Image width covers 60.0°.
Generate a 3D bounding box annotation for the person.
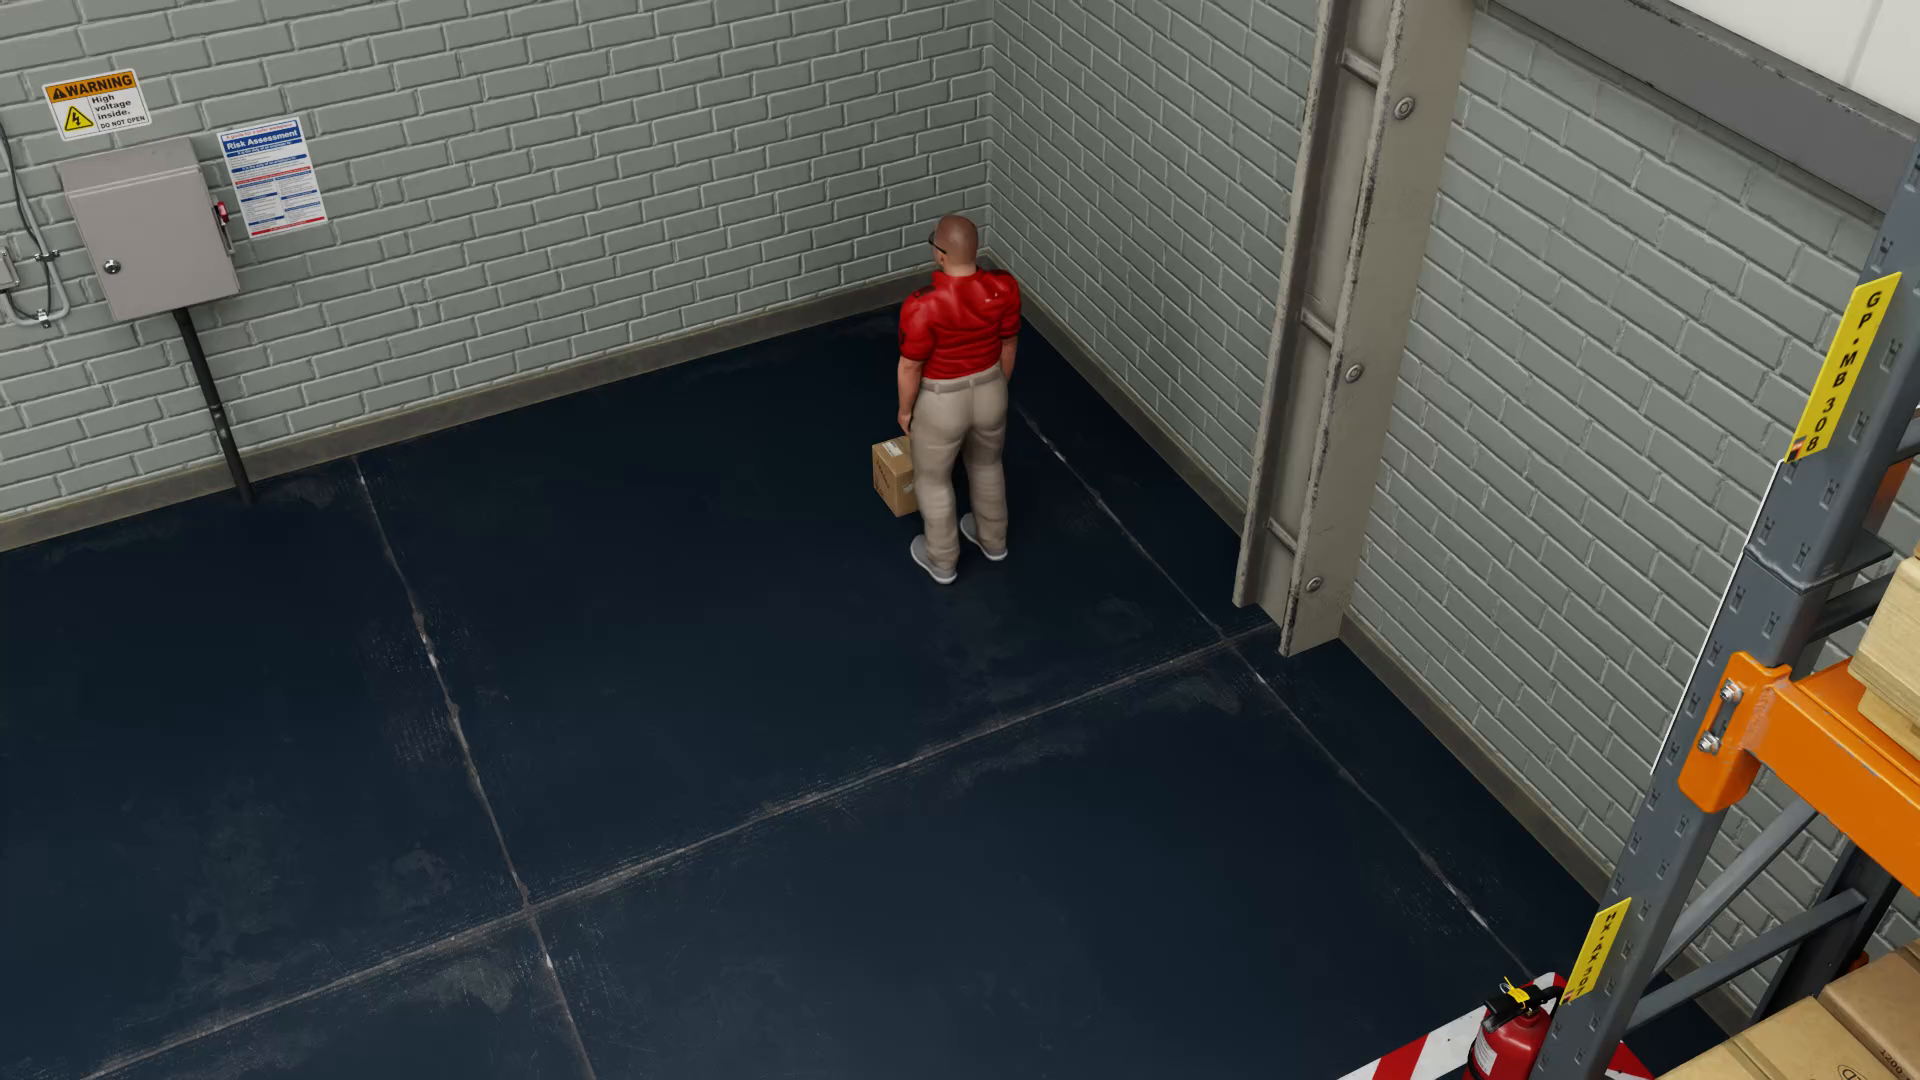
[{"bbox_3d":[-0.028,-0.585,6.848,0.527,1.725,0.366,-18,44,-19],"label":"person"}]
